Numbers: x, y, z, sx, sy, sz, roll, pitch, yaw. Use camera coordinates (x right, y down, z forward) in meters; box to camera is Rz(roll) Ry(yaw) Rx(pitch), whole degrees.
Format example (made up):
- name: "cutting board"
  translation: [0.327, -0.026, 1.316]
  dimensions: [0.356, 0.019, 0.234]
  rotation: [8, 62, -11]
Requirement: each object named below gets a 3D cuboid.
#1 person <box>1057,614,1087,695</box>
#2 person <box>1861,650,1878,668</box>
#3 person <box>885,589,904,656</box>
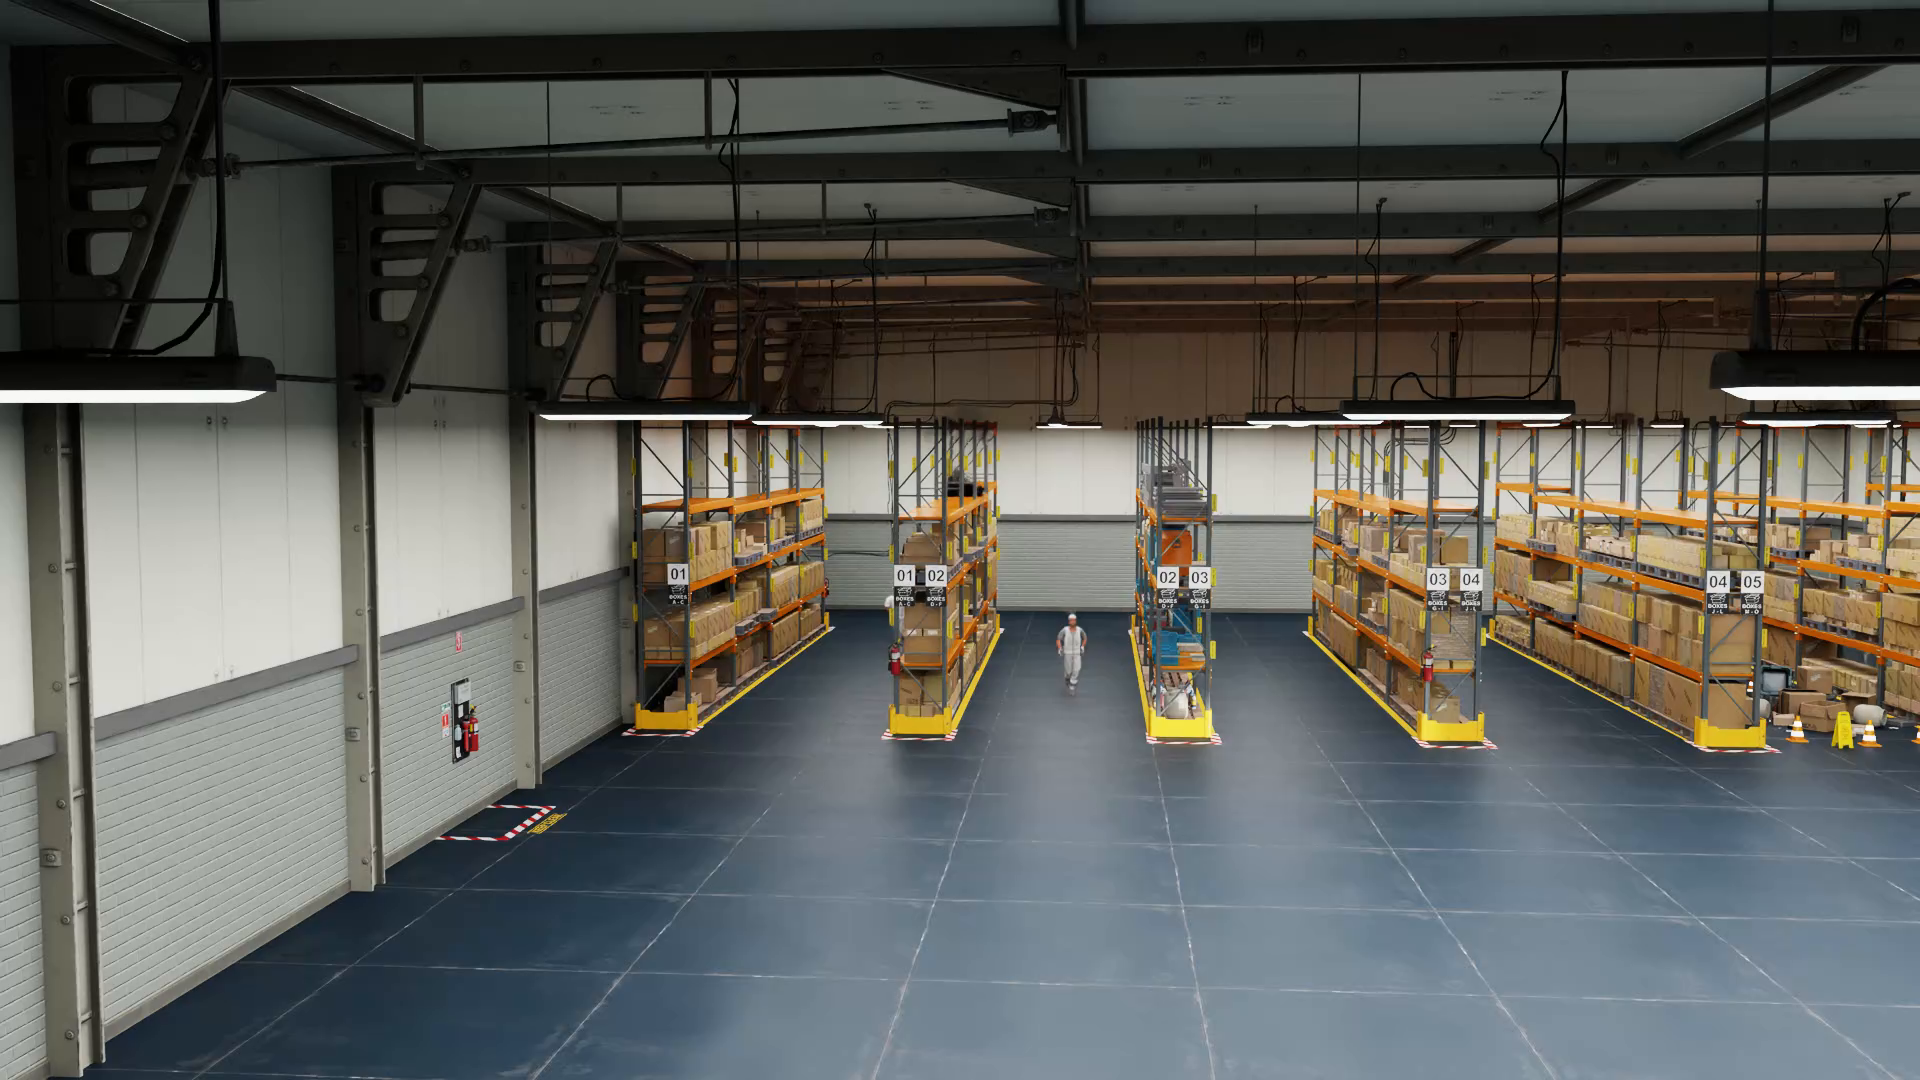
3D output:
- name: "person"
  translation: [2.456, 2.494, 36.345]
  dimensions: [0.670, 1.752, 0.611]
  rotation: [0, 4, -4]
- name: "person"
  translation: [21.694, 2.284, 39.578]
  dimensions: [0.596, 1.740, 0.720]
  rotation: [0, 4, 1]
- name: "person"
  translation: [-1.613, 2.039, 42.786]
  dimensions: [0.640, 1.796, 0.890]
  rotation: [0, 4, 5]
